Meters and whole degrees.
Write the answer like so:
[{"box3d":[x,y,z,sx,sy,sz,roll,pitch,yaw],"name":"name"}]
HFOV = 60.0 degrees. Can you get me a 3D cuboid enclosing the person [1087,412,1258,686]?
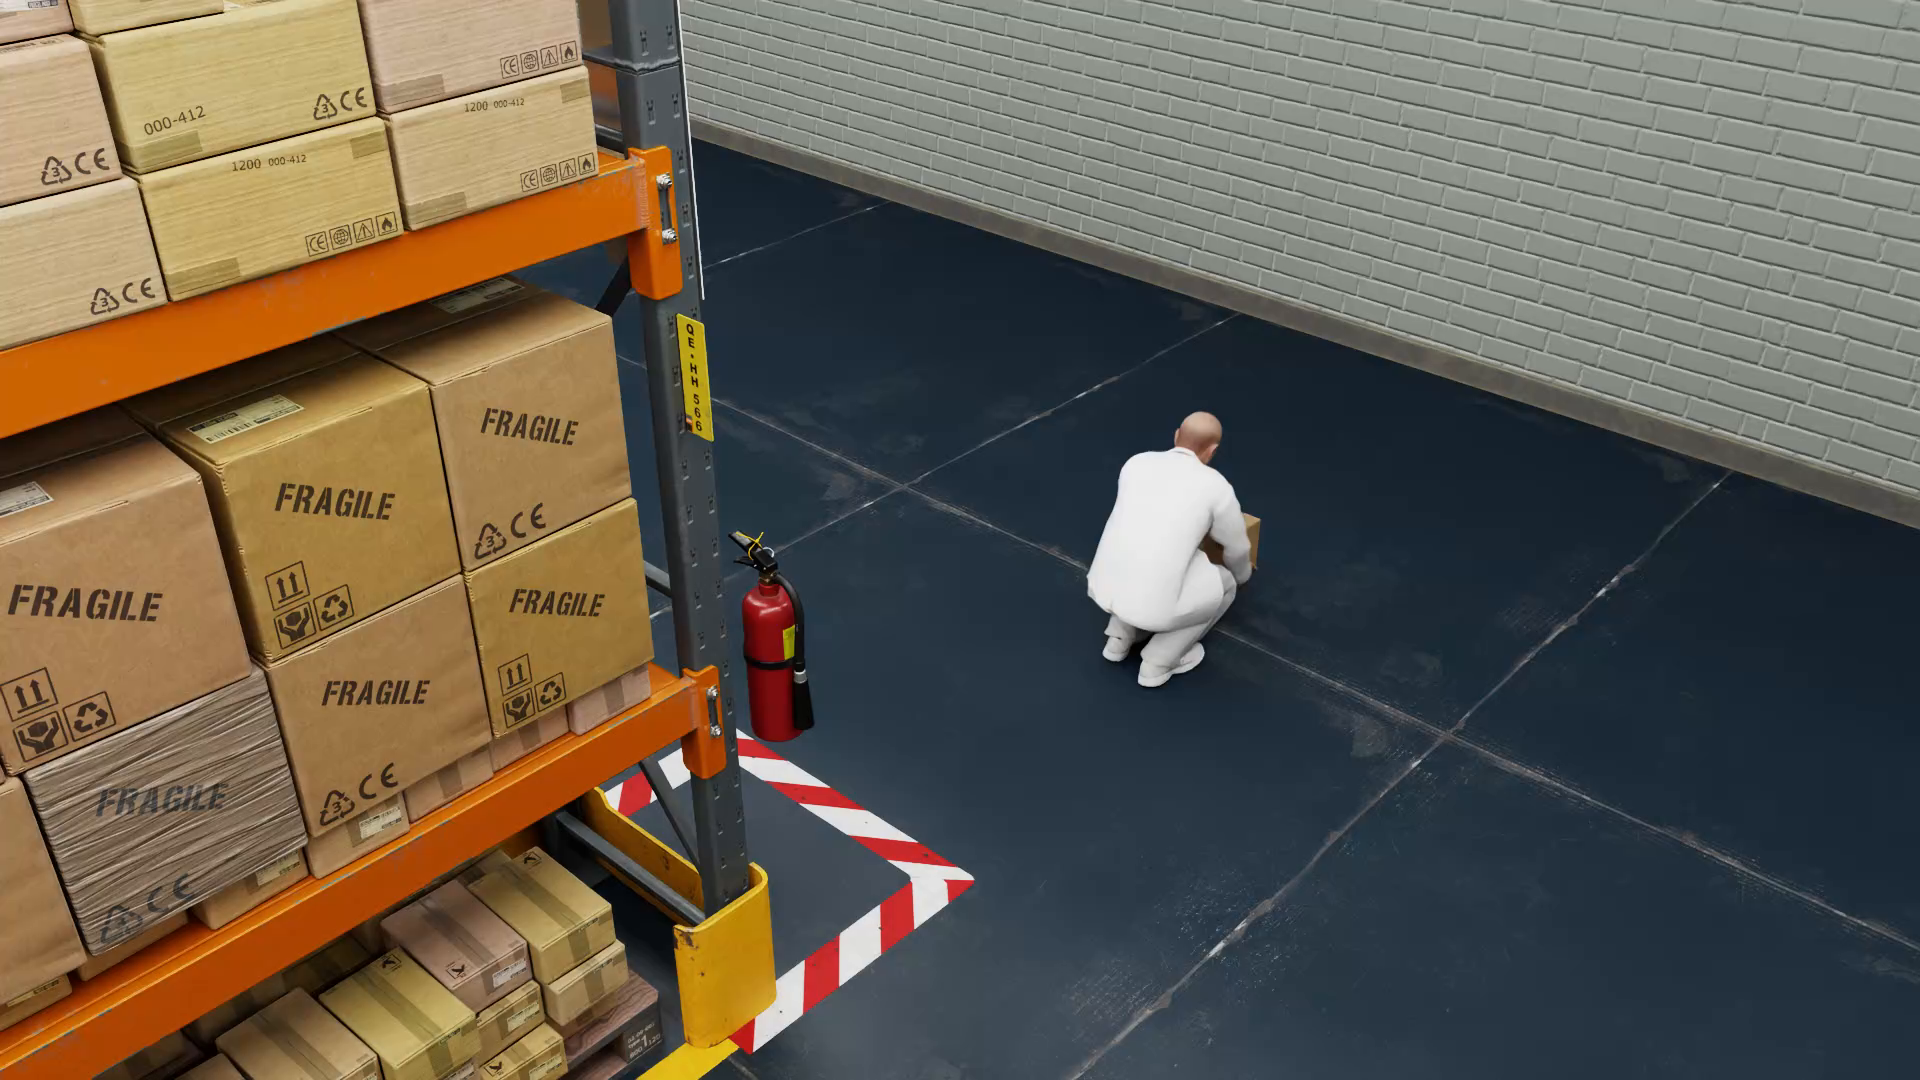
[{"box3d":[0.885,0.065,6.925,0.592,0.876,0.901,25,39,35],"name":"person"}]
